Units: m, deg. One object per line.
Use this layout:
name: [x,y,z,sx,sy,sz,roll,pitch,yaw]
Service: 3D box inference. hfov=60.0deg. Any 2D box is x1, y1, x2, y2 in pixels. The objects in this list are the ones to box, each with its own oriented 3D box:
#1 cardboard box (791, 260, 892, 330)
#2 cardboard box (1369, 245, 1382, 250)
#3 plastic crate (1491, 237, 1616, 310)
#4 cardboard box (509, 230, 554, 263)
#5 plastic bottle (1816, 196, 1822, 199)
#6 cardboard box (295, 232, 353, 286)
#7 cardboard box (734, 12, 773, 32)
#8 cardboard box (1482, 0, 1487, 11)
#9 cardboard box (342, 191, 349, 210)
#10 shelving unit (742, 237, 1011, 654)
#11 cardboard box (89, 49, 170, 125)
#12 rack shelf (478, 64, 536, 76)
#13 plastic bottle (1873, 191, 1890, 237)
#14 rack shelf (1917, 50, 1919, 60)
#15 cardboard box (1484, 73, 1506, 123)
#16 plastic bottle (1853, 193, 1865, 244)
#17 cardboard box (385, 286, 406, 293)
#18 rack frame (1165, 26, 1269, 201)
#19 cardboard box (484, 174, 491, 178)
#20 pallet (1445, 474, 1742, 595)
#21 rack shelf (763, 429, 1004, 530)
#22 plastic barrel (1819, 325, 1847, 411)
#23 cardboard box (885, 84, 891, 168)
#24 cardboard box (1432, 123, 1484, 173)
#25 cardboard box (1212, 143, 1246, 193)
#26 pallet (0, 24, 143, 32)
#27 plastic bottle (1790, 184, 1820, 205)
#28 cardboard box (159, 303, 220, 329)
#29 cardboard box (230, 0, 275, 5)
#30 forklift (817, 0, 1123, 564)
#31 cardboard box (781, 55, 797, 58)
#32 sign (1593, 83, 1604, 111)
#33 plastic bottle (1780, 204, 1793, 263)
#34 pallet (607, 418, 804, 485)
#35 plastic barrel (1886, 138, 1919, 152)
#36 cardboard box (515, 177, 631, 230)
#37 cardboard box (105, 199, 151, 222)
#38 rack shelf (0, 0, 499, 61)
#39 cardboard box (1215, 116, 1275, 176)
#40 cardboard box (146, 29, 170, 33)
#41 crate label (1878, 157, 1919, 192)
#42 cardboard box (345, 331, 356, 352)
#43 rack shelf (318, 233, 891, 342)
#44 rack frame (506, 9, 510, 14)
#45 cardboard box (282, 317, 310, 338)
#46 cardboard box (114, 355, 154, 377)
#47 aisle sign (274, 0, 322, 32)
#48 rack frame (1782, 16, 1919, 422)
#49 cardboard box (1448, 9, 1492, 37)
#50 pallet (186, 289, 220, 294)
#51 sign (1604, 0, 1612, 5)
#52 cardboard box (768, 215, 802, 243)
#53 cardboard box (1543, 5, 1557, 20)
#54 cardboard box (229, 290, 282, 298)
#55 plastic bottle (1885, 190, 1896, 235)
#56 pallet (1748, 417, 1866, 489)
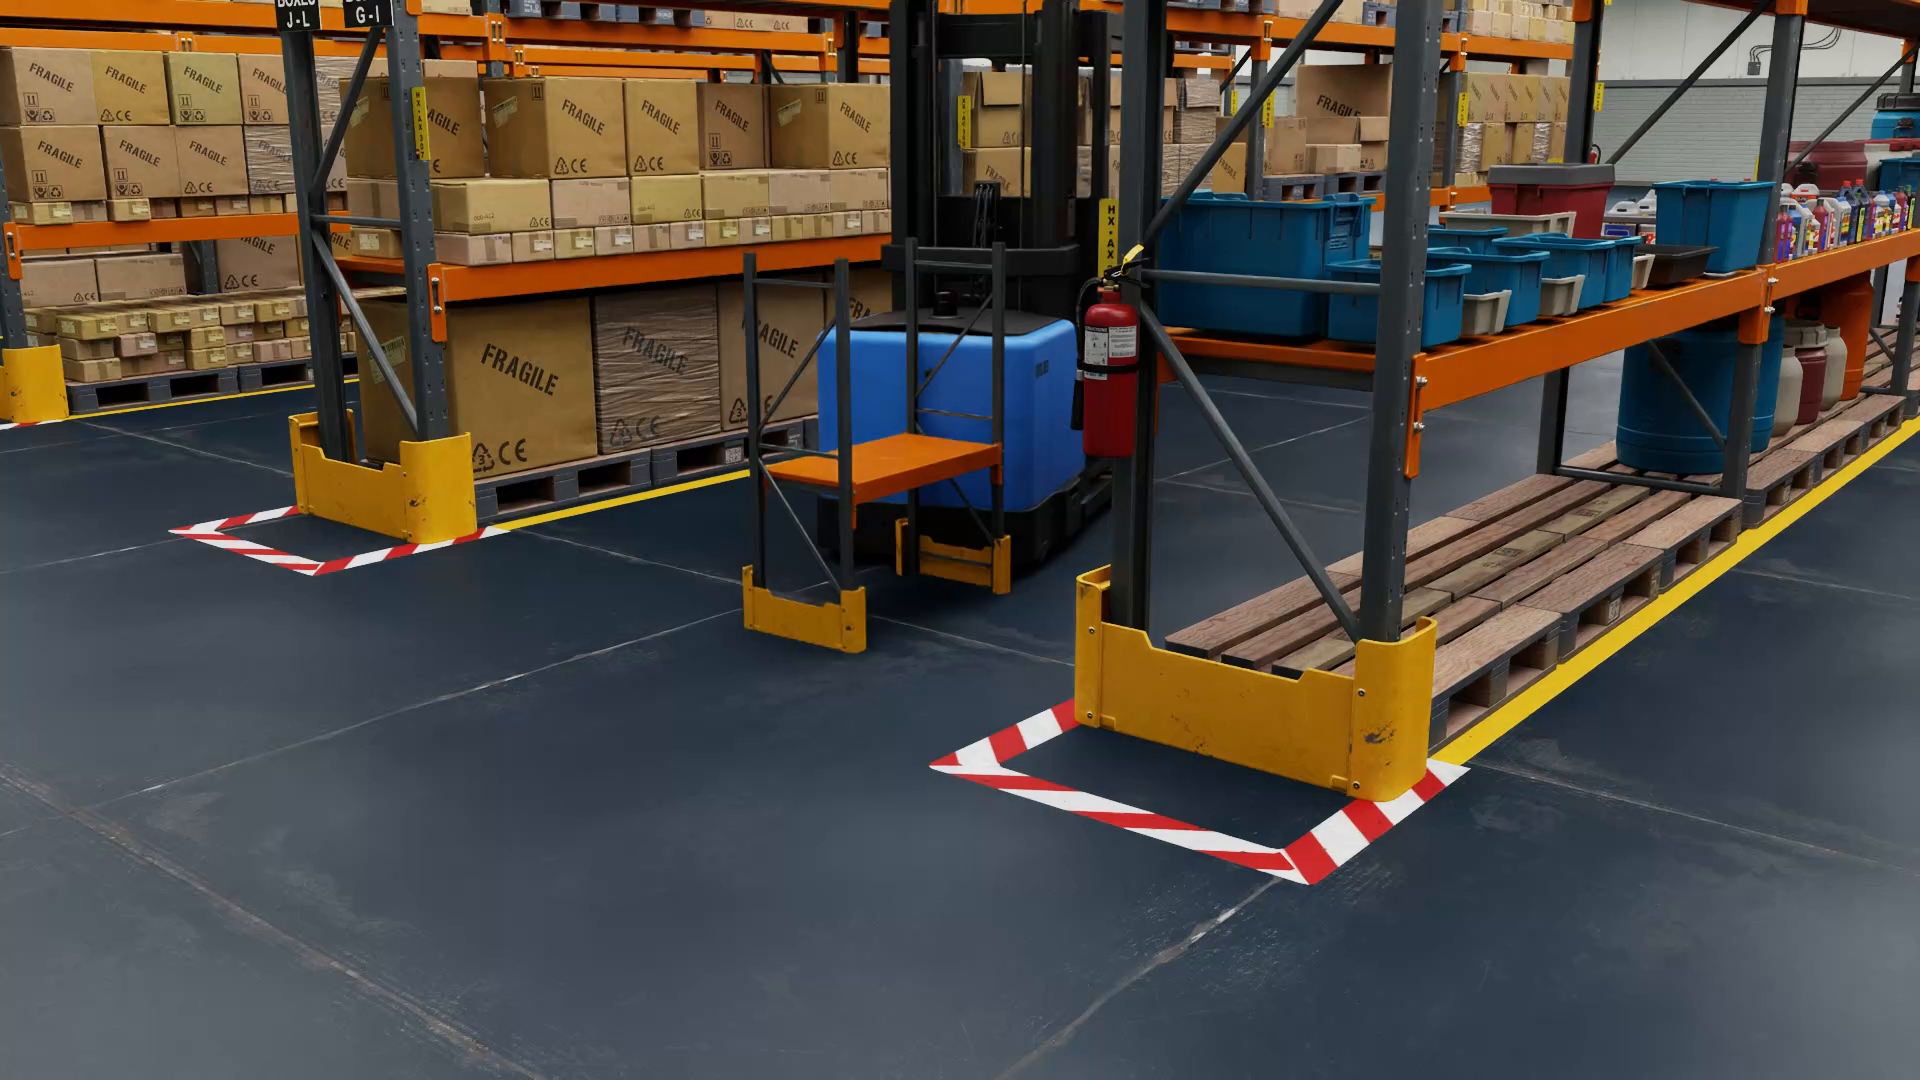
cardboard box: [-0.883,-1.379,10.920,0.875,0.875,0.875,11,18,38]
cardboard box: [4.220,-2.738,16.993,0.700,0.500,0.500,10,17,33]
plastic crate: [2.172,-0.983,6.117,0.416,0.233,0.300,11,18,38]
cardboard box: [-2.280,-1.497,8.435,0.380,0.149,0.250,11,18,37]
plastic bottle: [4.866,-1.819,9.452,0.097,0.271,0.097,0,14,0]
cardboard box: [-7.224,-3.331,18.607,0.875,0.875,0.875,12,19,39]
cardboard box: [-2.151,-5.128,15.920,0.500,0.500,0.500,11,18,38]
cardboard box: [5.181,-5.501,17.089,0.380,0.149,0.250,10,17,35]
cardboard box: [-4.818,-2.683,13.101,0.380,0.149,0.250,10,18,35]
shelving unit: [-0.326,-0.437,6.795,0.587,1.500,1.083,10,17,35]
cardboard box: [-5.913,-3.159,11.630,0.500,0.500,0.500,12,19,39]
rack shelf: [-8.206,-6.874,24.459,1.077,0.370,4.000,11,18,38]
plastic bottle: [5.562,-1.974,10.064,0.097,0.271,0.097,0,14,0]
rack shelf: [9.732,-4.573,15.399,1.077,0.370,4.000,11,18,38]
cardboard box: [5.416,-4.671,17.580,0.500,0.500,0.500,11,18,38]
plastic bottle: [5.120,-1.838,9.505,0.061,0.283,0.133,11,18,38]
cardboard box: [-4.502,-2.004,13.647,0.380,0.149,0.250,11,18,37]
rack frame: [2.108,-3.085,14.174,1.000,3.000,0.127,11,18,38]
cardboard box: [-2.502,-1.855,9.034,0.500,0.250,0.500,11,18,37]
pallet: [3.015,-0.054,7.907,1.003,0.211,1.213,11,18,38]
rack shelf: [-0.321,-0.264,6.847,0.538,0.185,1.000,10,17,35]
plastic barrel: [5.381,-1.098,10.552,0.421,0.512,0.421,0,14,0]
cardboard box: [-0.486,-2.624,10.539,0.500,0.500,0.500,12,19,39]
cardboard box: [4.953,-4.120,17.442,0.875,0.500,0.500,11,18,38]
cardboard box: [1.991,-3.000,13.639,0.500,0.500,0.500,12,19,39]
pallet: [-8.636,-5.108,16.226,1.003,0.211,1.213,11,18,38]
plastic bottle: [5.556,-2.202,10.950,0.152,0.276,0.135,11,18,38]
cardboard box: [-5.691,-1.658,12.285,0.380,0.149,0.250,10,17,35]
cardboard box: [-5.252,-4.065,12.245,0.500,0.250,0.500,11,18,37]
forklift: [0.281,-1.630,8.588,1.130,2.935,3.031,5,15,18]
cardboard box: [-2.489,-6.779,23.135,0.380,0.149,0.250,11,18,38]
sign: [7.556,-5.242,19.670,0.100,0.325,0.005,11,18,38]
plastic bottle: [4.093,-1.526,8.273,0.061,0.283,0.133,11,18,38]
pallet: [-1.711,-0.599,10.052,1.003,0.211,1.213,11,18,38]
plastic barrel: [7.703,-3.001,13.568,0.433,0.535,0.433,0,14,0]
cardboard box: [-2.086,-1.775,8.718,0.500,0.250,0.500,11,18,37]
cardboard box: [-5.917,-2.328,11.703,0.380,0.149,0.250,11,18,36]
rack shelf: [-5.457,-3.828,12.468,1.077,0.370,4.000,11,18,38]
cardboard box: [2.417,-3.446,14.541,0.500,0.500,0.500,9,17,31]
cardboard box: [-10.327,-6.613,21.464,0.380,0.149,0.250,12,19,39]
crate label: [6.796,-2.484,11.737,0.502,0.435,0.616,11,18,38]
cardboard box: [-4.832,-1.601,13.272,0.380,0.149,0.250,11,18,37]
rack shelf: [-1.663,-1.587,9.739,1.077,0.370,4.000,11,18,38]
rack frame: [-5.600,-7.526,19.472,1.000,3.000,0.127,11,18,38]
cardboard box: [-5.230,-1.677,12.965,0.380,0.149,0.250,12,19,40]
cardboard box: [-6.035,-1.275,11.987,0.380,0.149,0.250,11,18,37]
aisle sign: [-3.198,-2.845,7.951,0.394,0.787,0.004,11,18,38]
rack frame: [5.961,-2.318,11.157,1.000,3.000,0.127,11,18,38]
cardboard box: [5.105,-5.279,17.022,0.500,0.250,0.500,10,18,35]
pallet: [-7.687,-2.660,18.166,1.003,0.211,1.213,11,18,38]
sign: [7.556,-6.410,19.373,0.100,0.325,0.005,11,18,38]
cardboard box: [-1.150,-1.842,9.791,0.380,0.149,0.250,11,18,37]
cardboard box: [6.381,-5.842,18.429,0.380,0.149,0.250,10,17,35]
cardboard box: [-5.580,-1.887,13.186,0.380,0.149,0.250,11,18,38]
plastic bottle: [5.684,-2.012,10.211,0.097,0.271,0.097,0,14,0]
pallet: [4.731,-0.577,9.965,1.003,0.211,1.213,11,18,38]
